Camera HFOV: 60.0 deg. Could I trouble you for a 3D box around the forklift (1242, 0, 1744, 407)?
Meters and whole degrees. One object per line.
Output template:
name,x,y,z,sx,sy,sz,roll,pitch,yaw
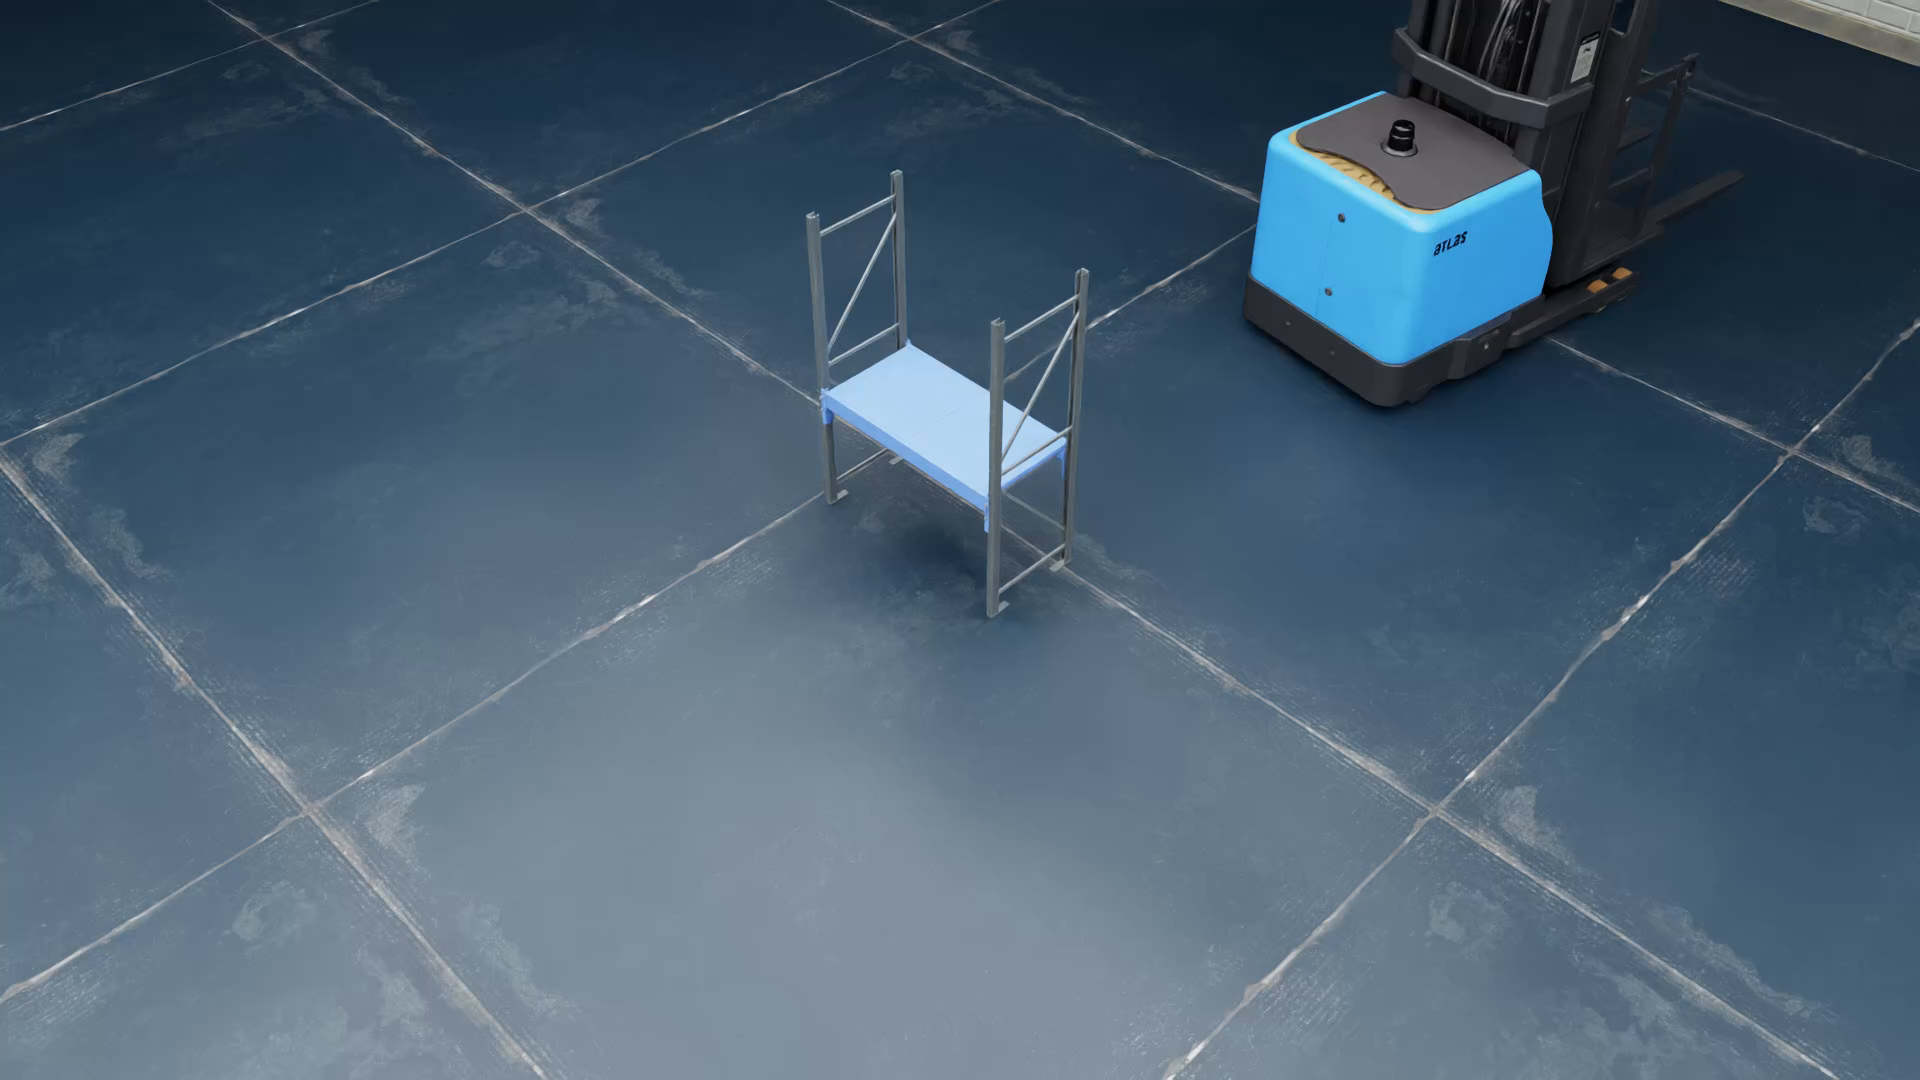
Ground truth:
forklift,2.938,-2.524,7.939,3.031,2.935,1.130,-26,49,-26

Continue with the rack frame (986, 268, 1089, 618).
rack frame,0.299,-0.348,6.638,0.500,1.500,0.032,-34,53,-31

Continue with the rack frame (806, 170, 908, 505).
rack frame,-0.419,-0.836,7.167,0.500,1.500,0.032,-34,53,-31

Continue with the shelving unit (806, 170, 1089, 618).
shelving unit,-0.060,-0.592,6.903,0.538,1.500,1.048,-34,53,-31

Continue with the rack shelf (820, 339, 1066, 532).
rack shelf,-0.060,-0.460,7.025,0.538,0.185,1.000,-34,53,-31
